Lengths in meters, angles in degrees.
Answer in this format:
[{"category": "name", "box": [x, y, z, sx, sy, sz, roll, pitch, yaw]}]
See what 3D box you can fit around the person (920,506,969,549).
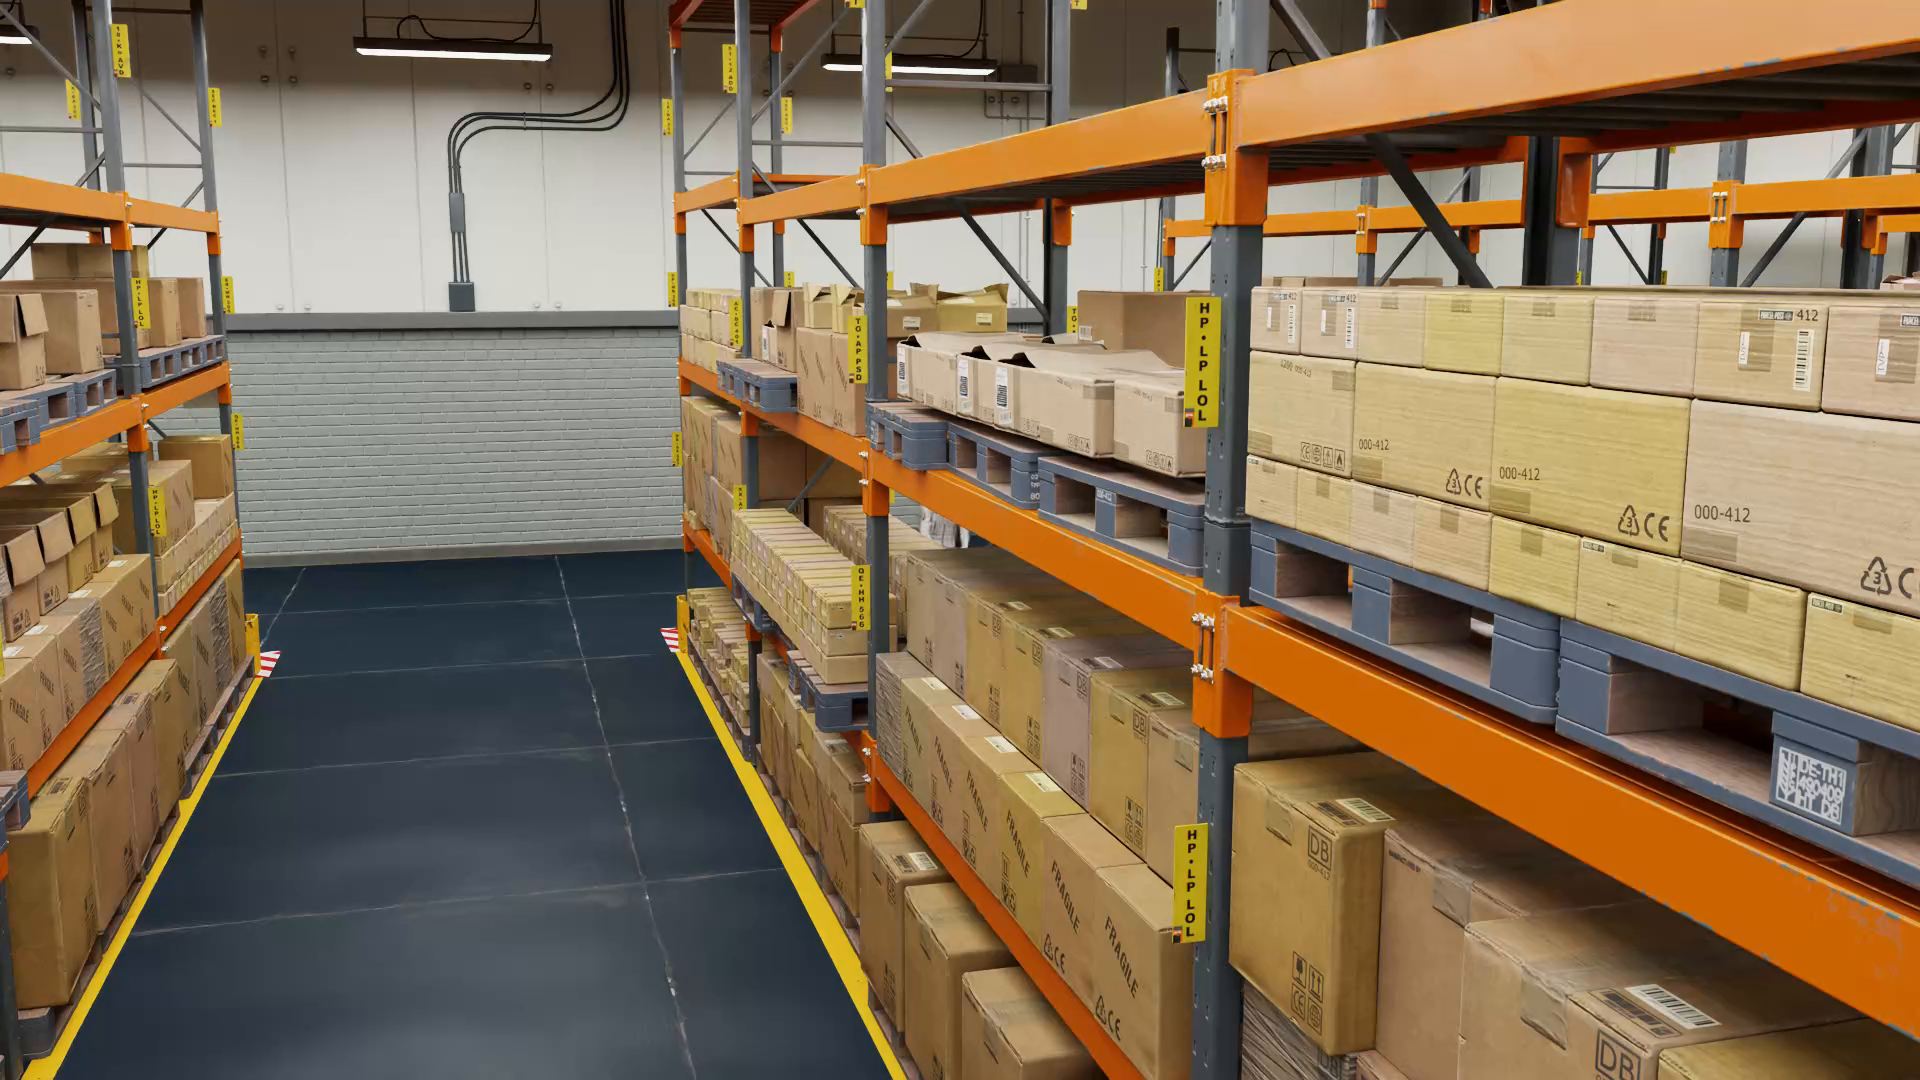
[{"category": "person", "box": [-0.154, 0.123, 16.945, 0.516, 1.576, 0.526, -2, 10, -15]}]
